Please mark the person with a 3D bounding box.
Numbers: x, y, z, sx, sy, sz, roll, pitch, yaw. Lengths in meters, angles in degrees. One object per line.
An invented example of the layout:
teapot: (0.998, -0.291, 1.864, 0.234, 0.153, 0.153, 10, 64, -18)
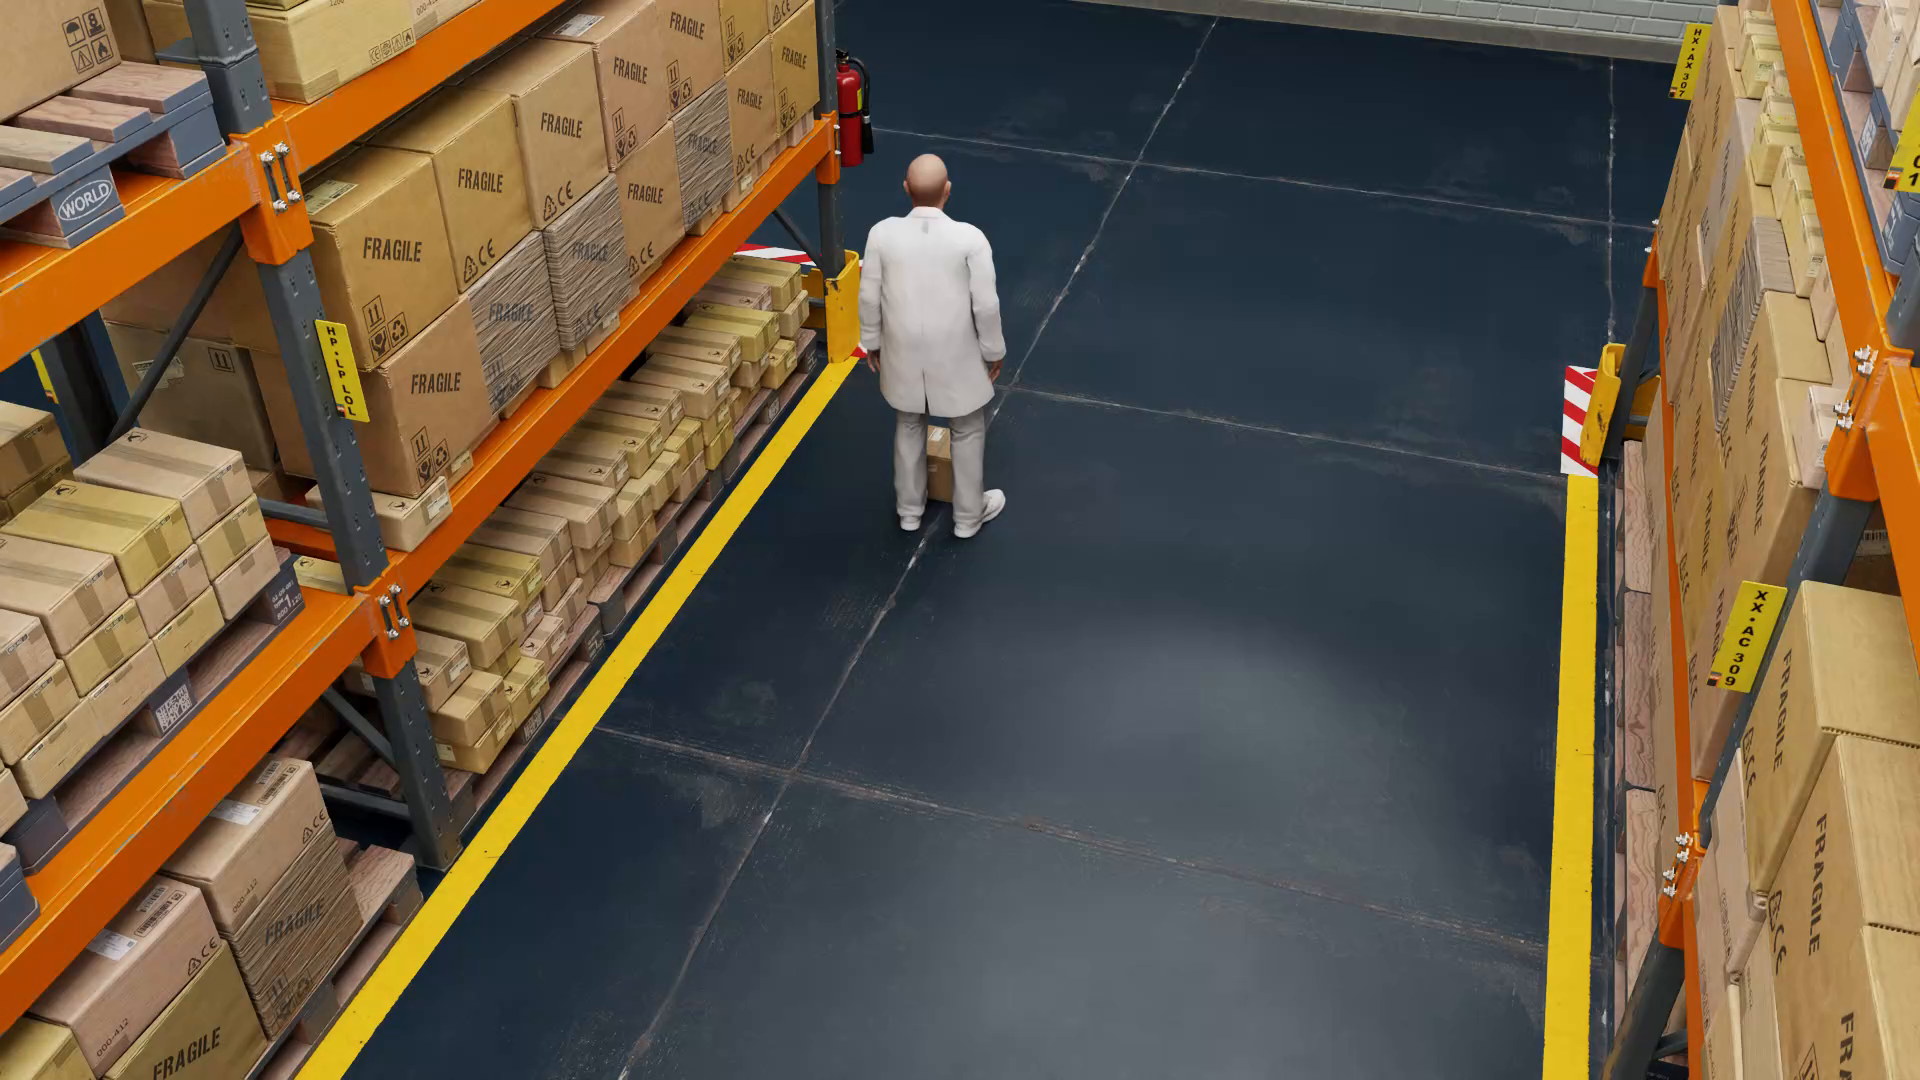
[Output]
person: (-0.122, -0.828, 7.278, 0.653, 1.774, 0.425, 8, 37, 10)
